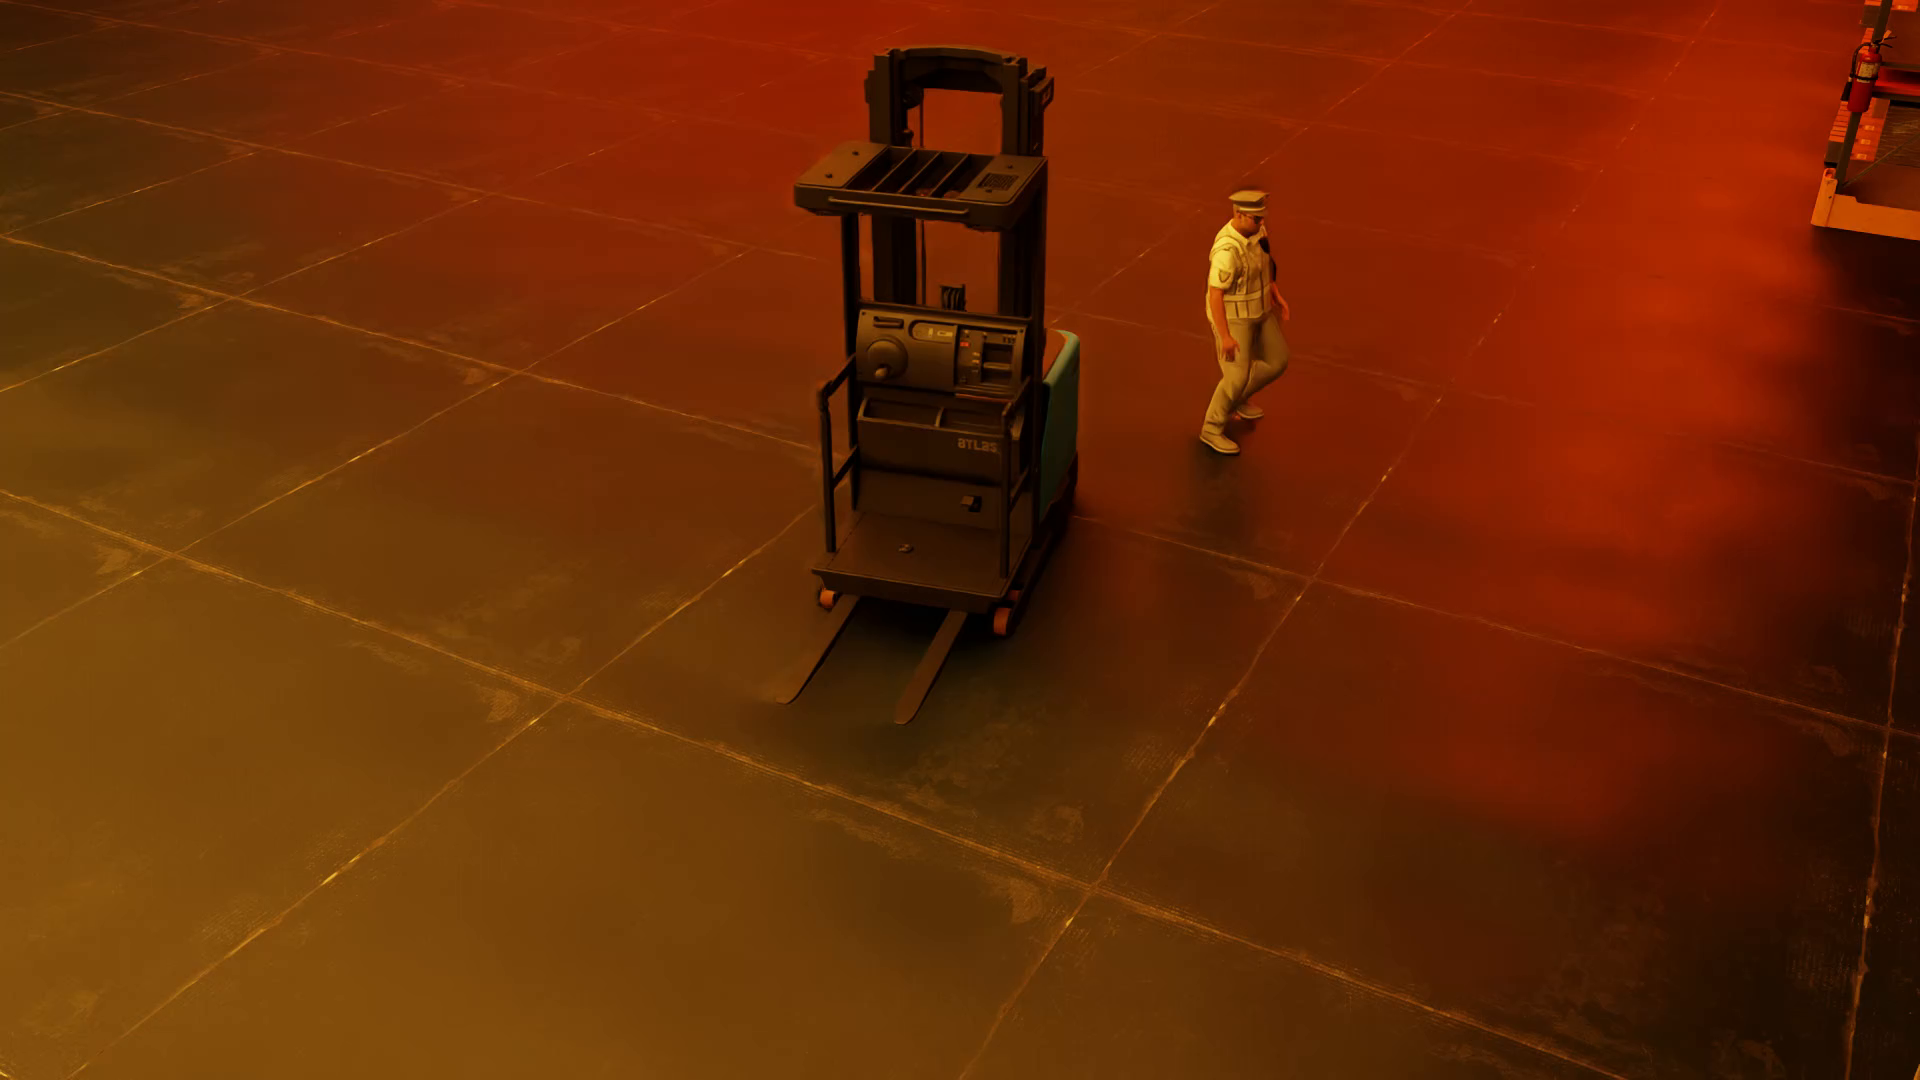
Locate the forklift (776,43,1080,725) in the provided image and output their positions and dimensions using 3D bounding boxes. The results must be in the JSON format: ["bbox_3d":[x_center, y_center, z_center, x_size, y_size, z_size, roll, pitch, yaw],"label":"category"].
[{"bbox_3d":[-0.163,-0.959,8.732,1.130,2.935,3.031,8,31,14],"label":"forklift"}]

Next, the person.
[{"bbox_3d":[1.832,-1.467,10.861,0.502,1.668,0.737,24,38,35],"label":"person"}]
